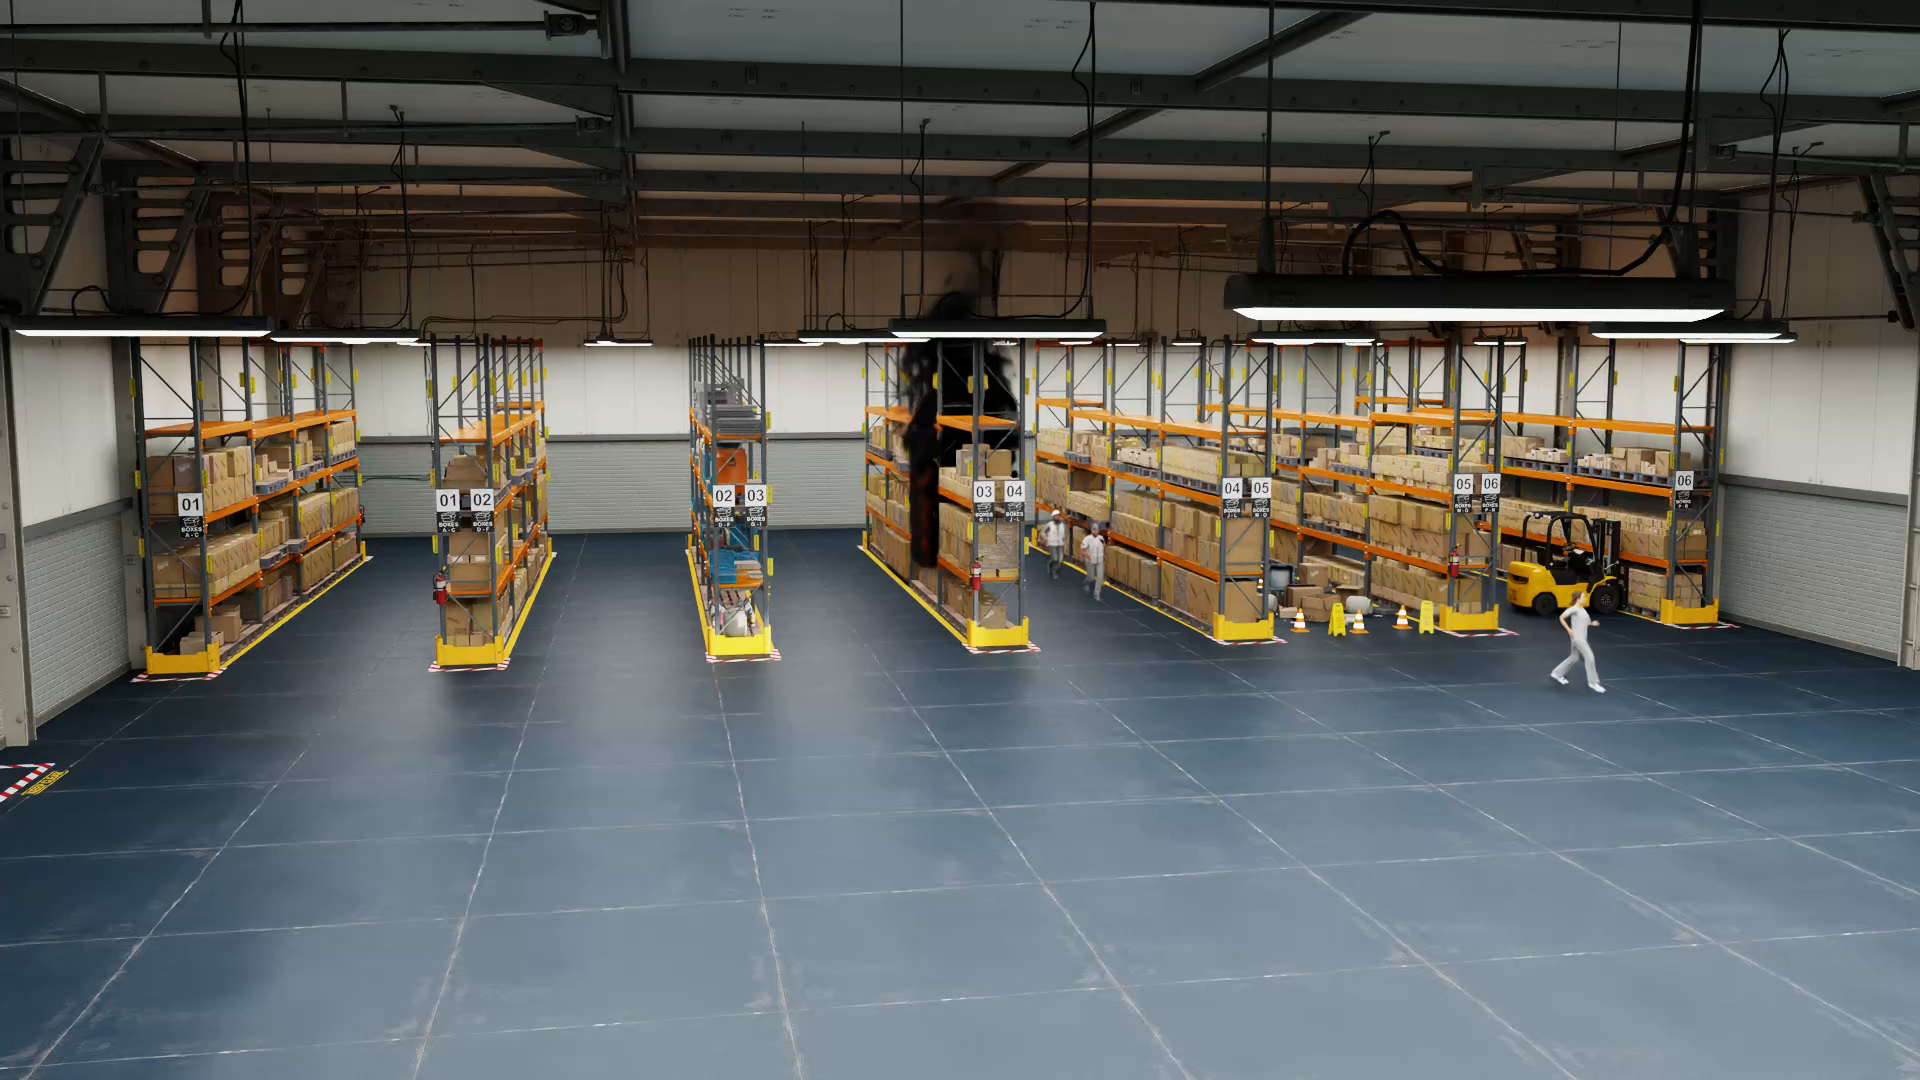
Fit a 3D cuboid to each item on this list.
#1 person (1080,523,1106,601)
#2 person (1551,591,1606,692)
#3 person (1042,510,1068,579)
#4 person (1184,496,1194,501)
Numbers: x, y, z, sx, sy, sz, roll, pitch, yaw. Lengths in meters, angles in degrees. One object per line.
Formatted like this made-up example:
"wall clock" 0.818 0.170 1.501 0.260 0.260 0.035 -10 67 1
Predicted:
"person" 3.081 0.489 38.244 0.645 1.772 0.816 -2 7 -15
"person" 10.442 1.681 28.020 0.950 1.669 0.576 4 8 34
"person" 2.402 0.125 41.394 0.652 1.728 0.569 -2 7 -15
"person" 7.071 -0.961 50.905 0.738 1.718 0.699 1 7 11
